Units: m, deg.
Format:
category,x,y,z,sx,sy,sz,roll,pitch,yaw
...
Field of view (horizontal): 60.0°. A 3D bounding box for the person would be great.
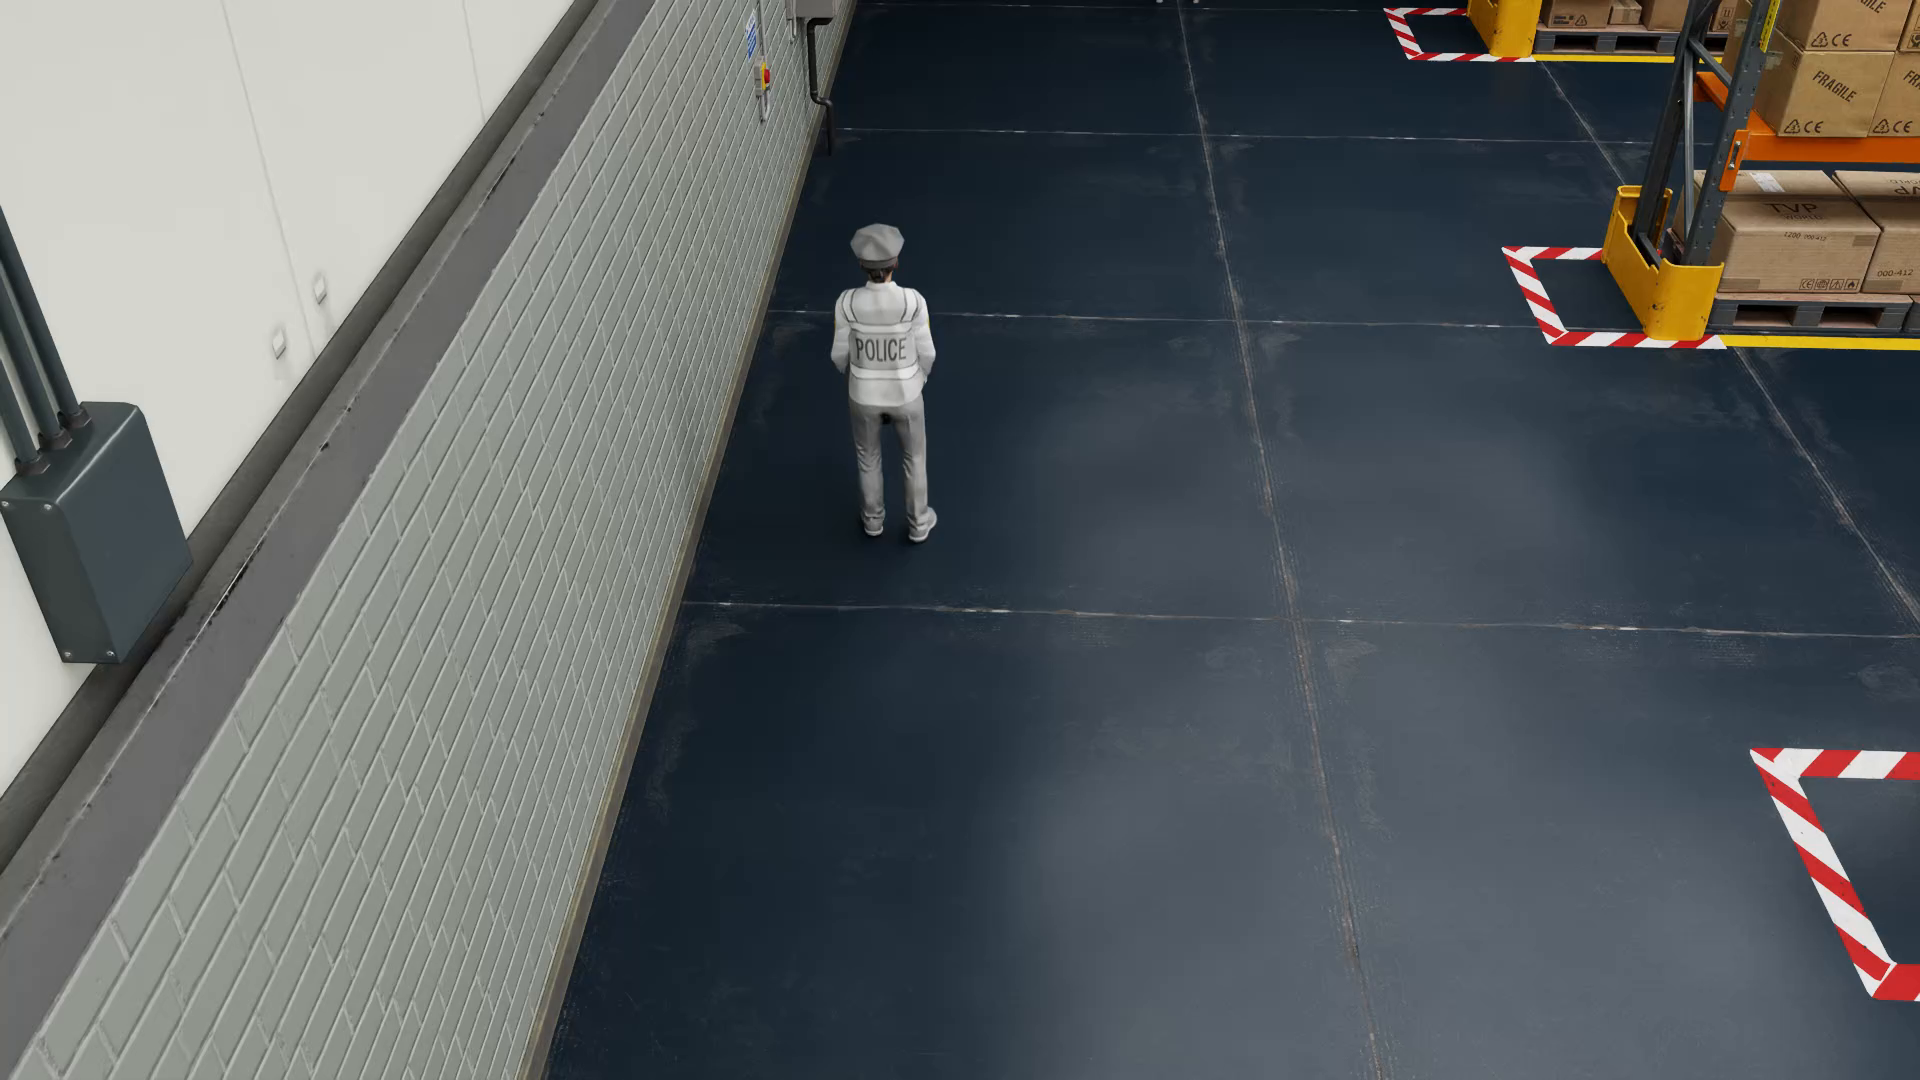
category,x,y,z,sx,sy,sz,roll,pitch,yaw
person,-0.366,-0.737,8.116,0.502,1.680,0.409,1,36,1
